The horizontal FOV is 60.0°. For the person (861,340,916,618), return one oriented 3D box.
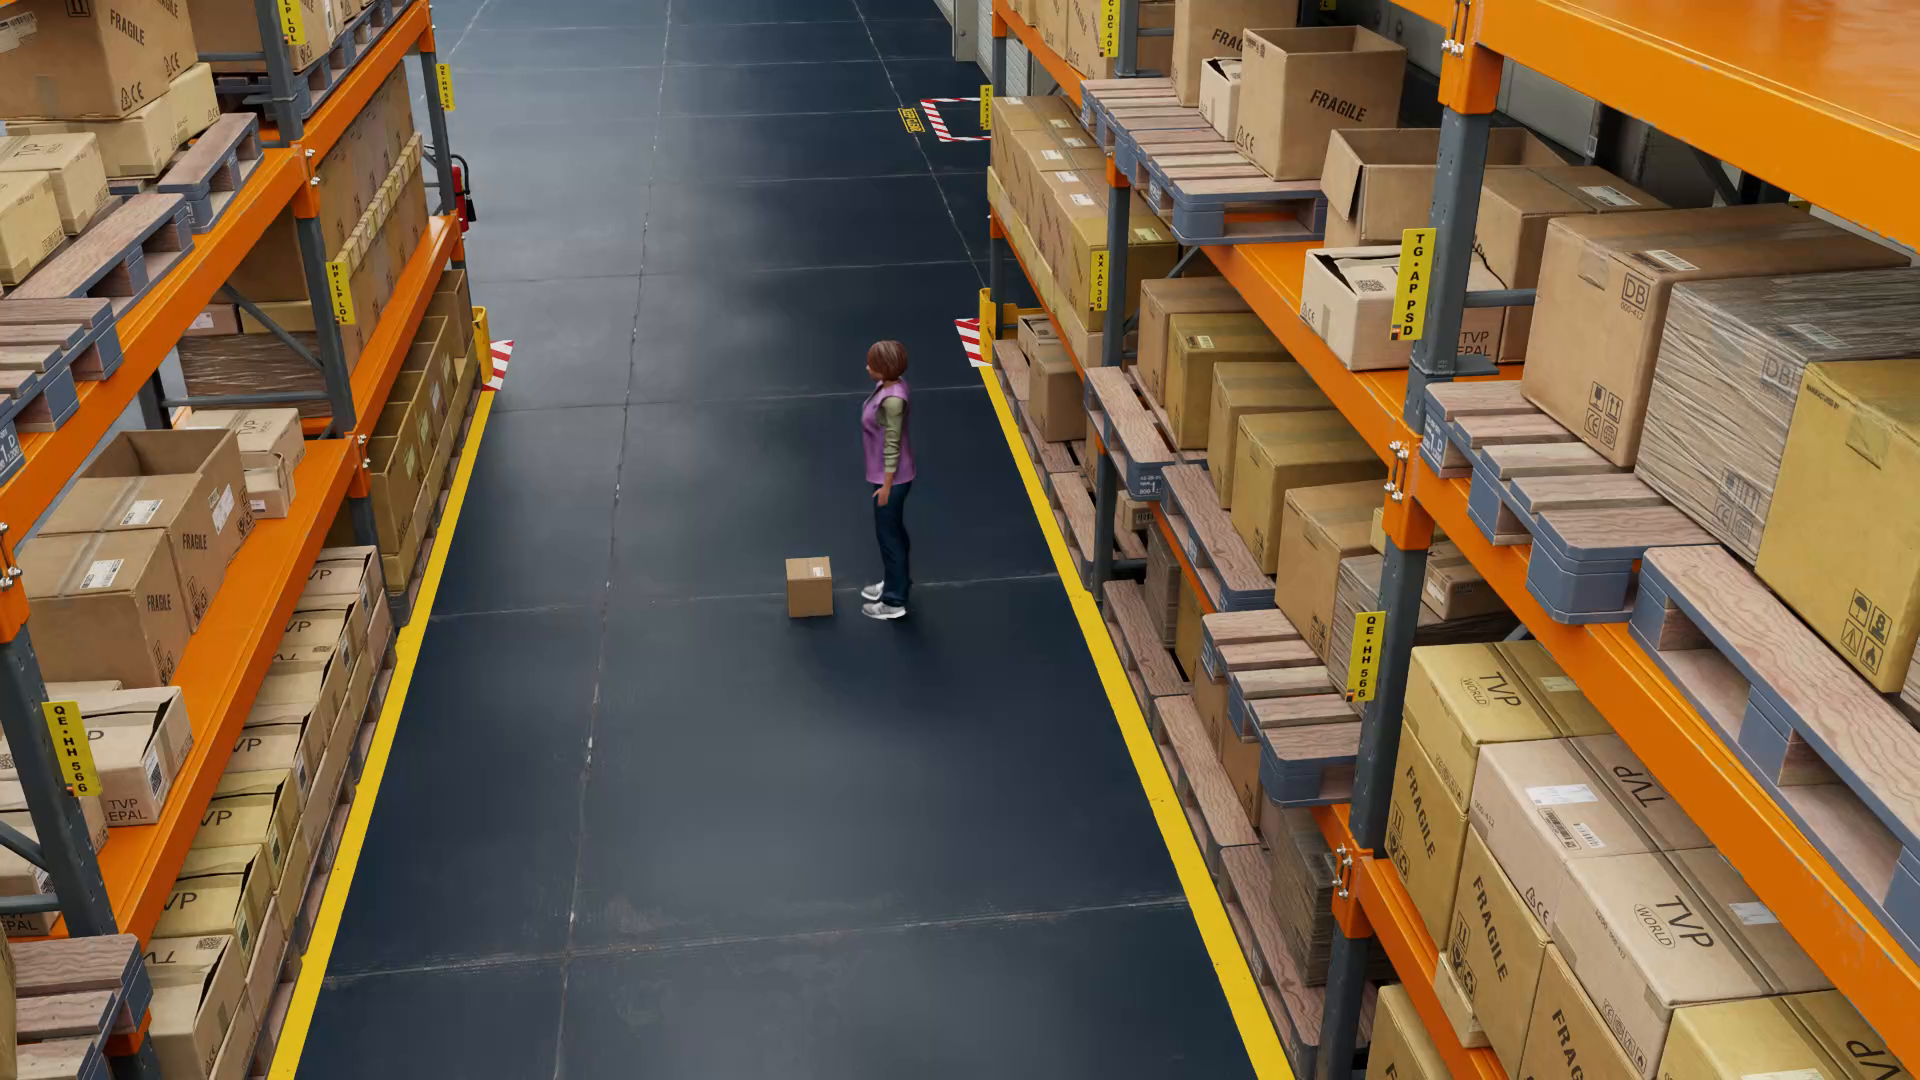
[{"bbox_3d":[-0.408,-0.342,9.302,0.329,1.602,0.464,-1,28,-3],"label":"person"}]
